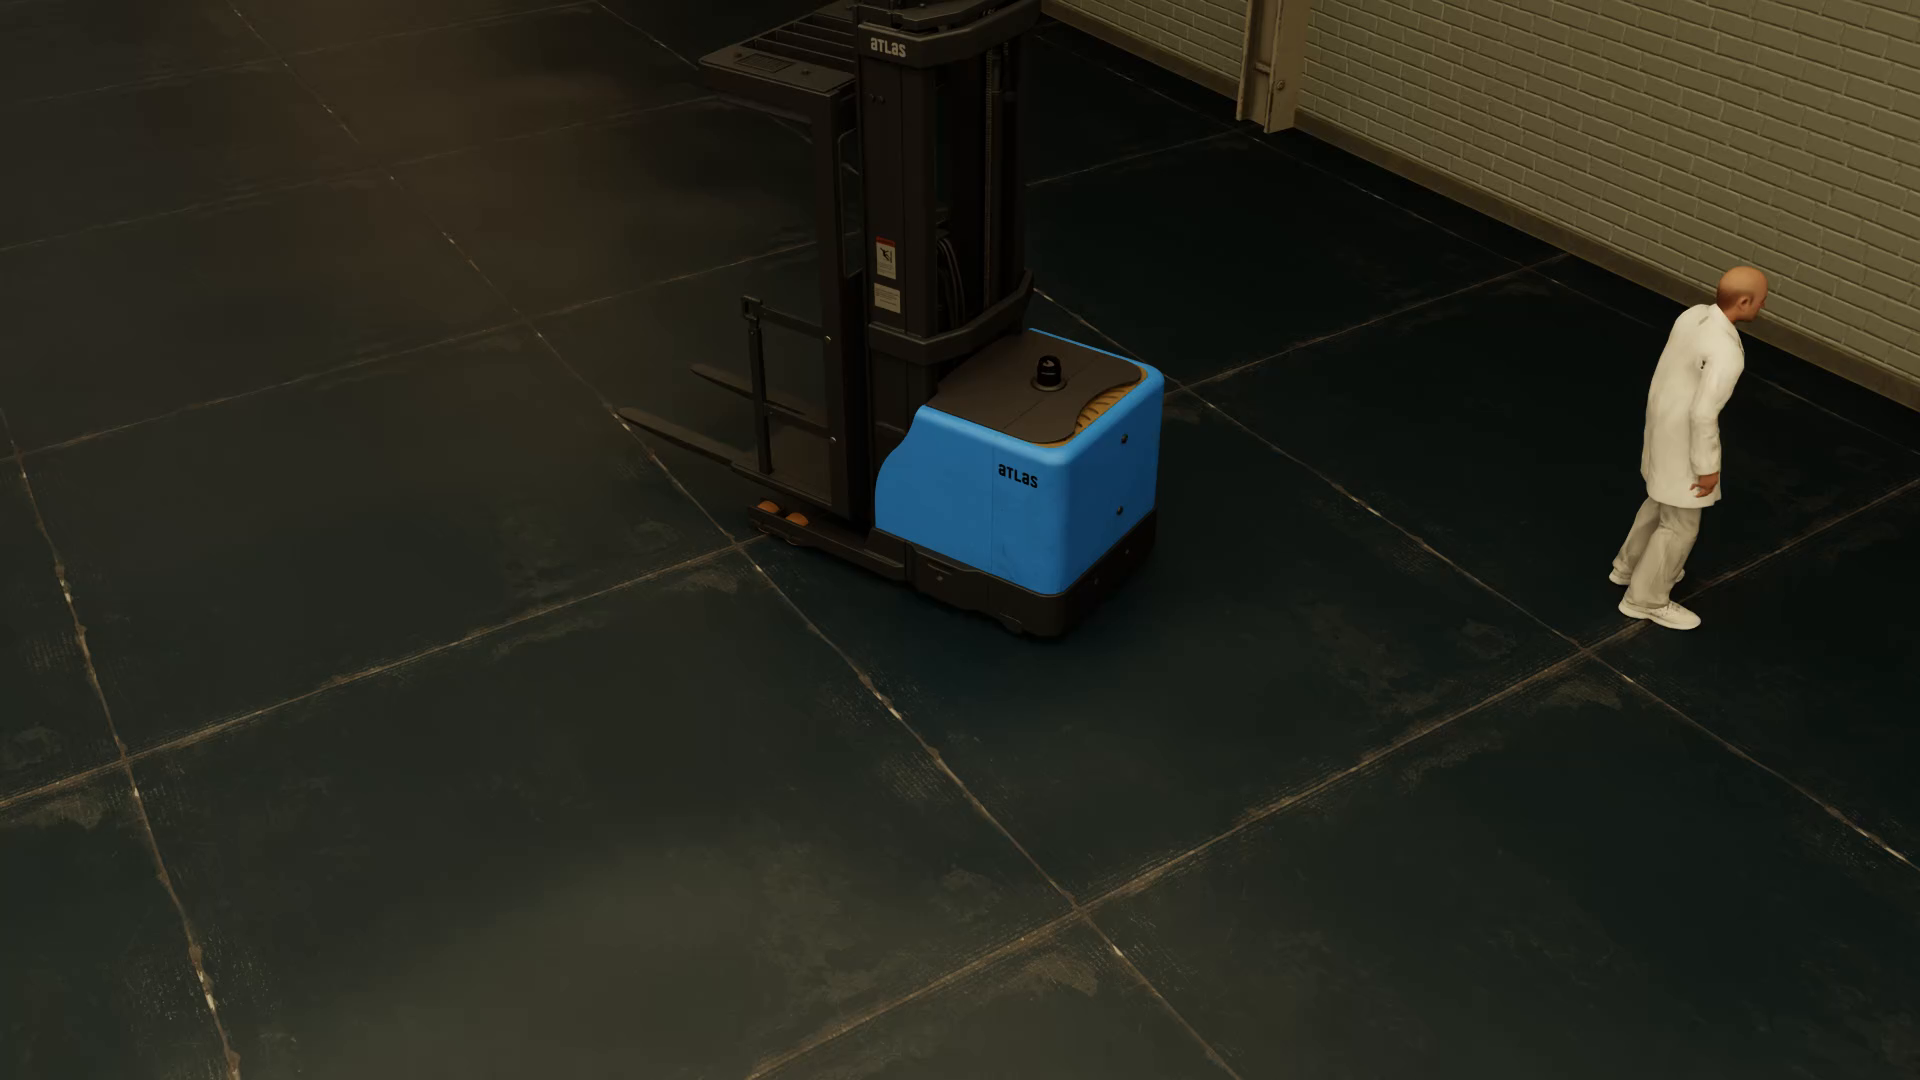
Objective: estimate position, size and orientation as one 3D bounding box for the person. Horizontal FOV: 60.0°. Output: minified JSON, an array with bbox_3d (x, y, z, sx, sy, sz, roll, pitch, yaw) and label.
[{"bbox_3d":[3.423,-0.459,7.809,0.436,1.772,0.645,4,35,5],"label":"person"}]

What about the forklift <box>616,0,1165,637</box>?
[{"bbox_3d":[-0.500,-1.399,8.138,3.031,2.935,1.130,22,41,28],"label":"forklift"}]
